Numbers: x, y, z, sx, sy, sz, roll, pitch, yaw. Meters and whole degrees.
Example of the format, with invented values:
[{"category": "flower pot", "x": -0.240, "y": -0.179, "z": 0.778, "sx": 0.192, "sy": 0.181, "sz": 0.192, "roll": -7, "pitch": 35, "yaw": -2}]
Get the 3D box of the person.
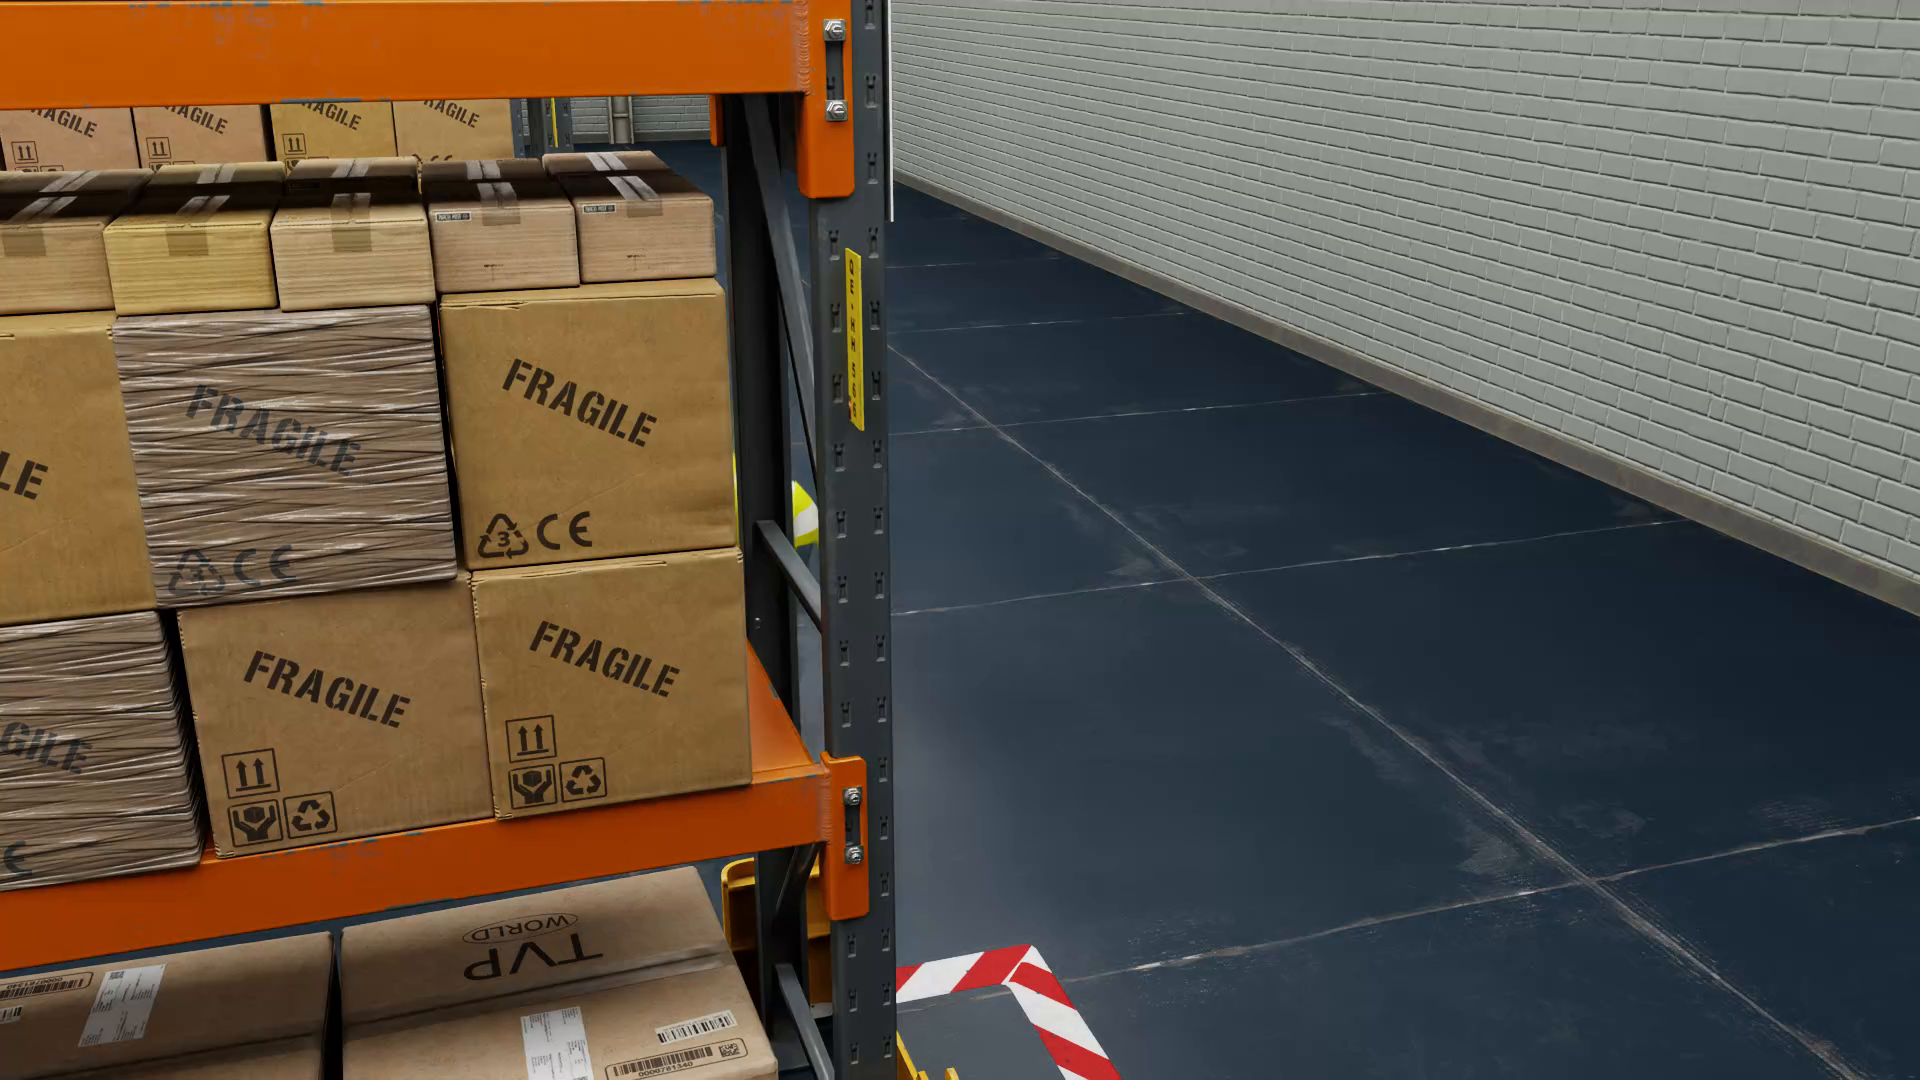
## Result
[{"category": "person", "x": -0.965, "y": 0.168, "z": 6.189, "sx": 0.912, "sy": 1.342, "sz": 0.491, "roll": -7, "pitch": 20, "yaw": -19}]
